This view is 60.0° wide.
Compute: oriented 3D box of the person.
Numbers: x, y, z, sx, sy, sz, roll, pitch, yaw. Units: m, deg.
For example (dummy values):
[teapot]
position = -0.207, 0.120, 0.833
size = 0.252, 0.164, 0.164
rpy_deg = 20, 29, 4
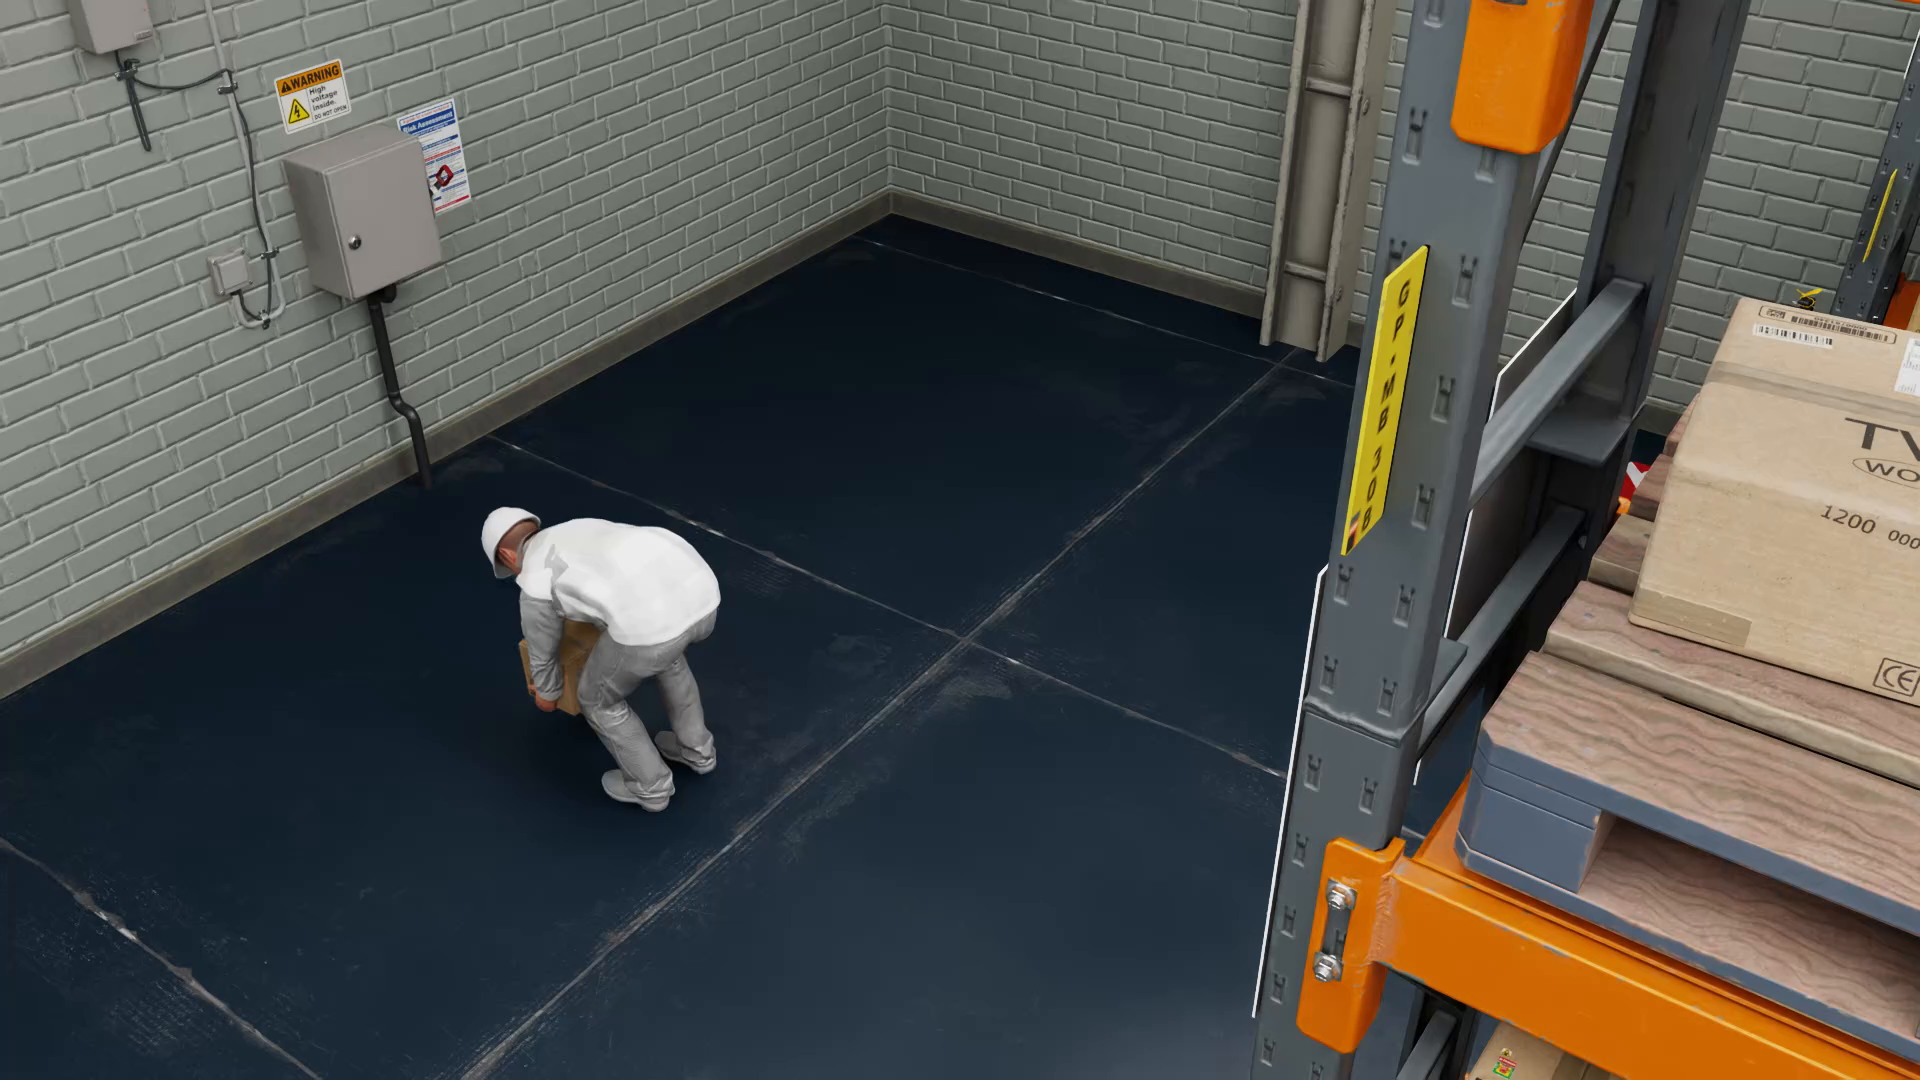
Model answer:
[person]
position = -1.334, 0.386, 6.162
size = 1.013, 1.089, 0.481
rpy_deg = 20, 39, 26
